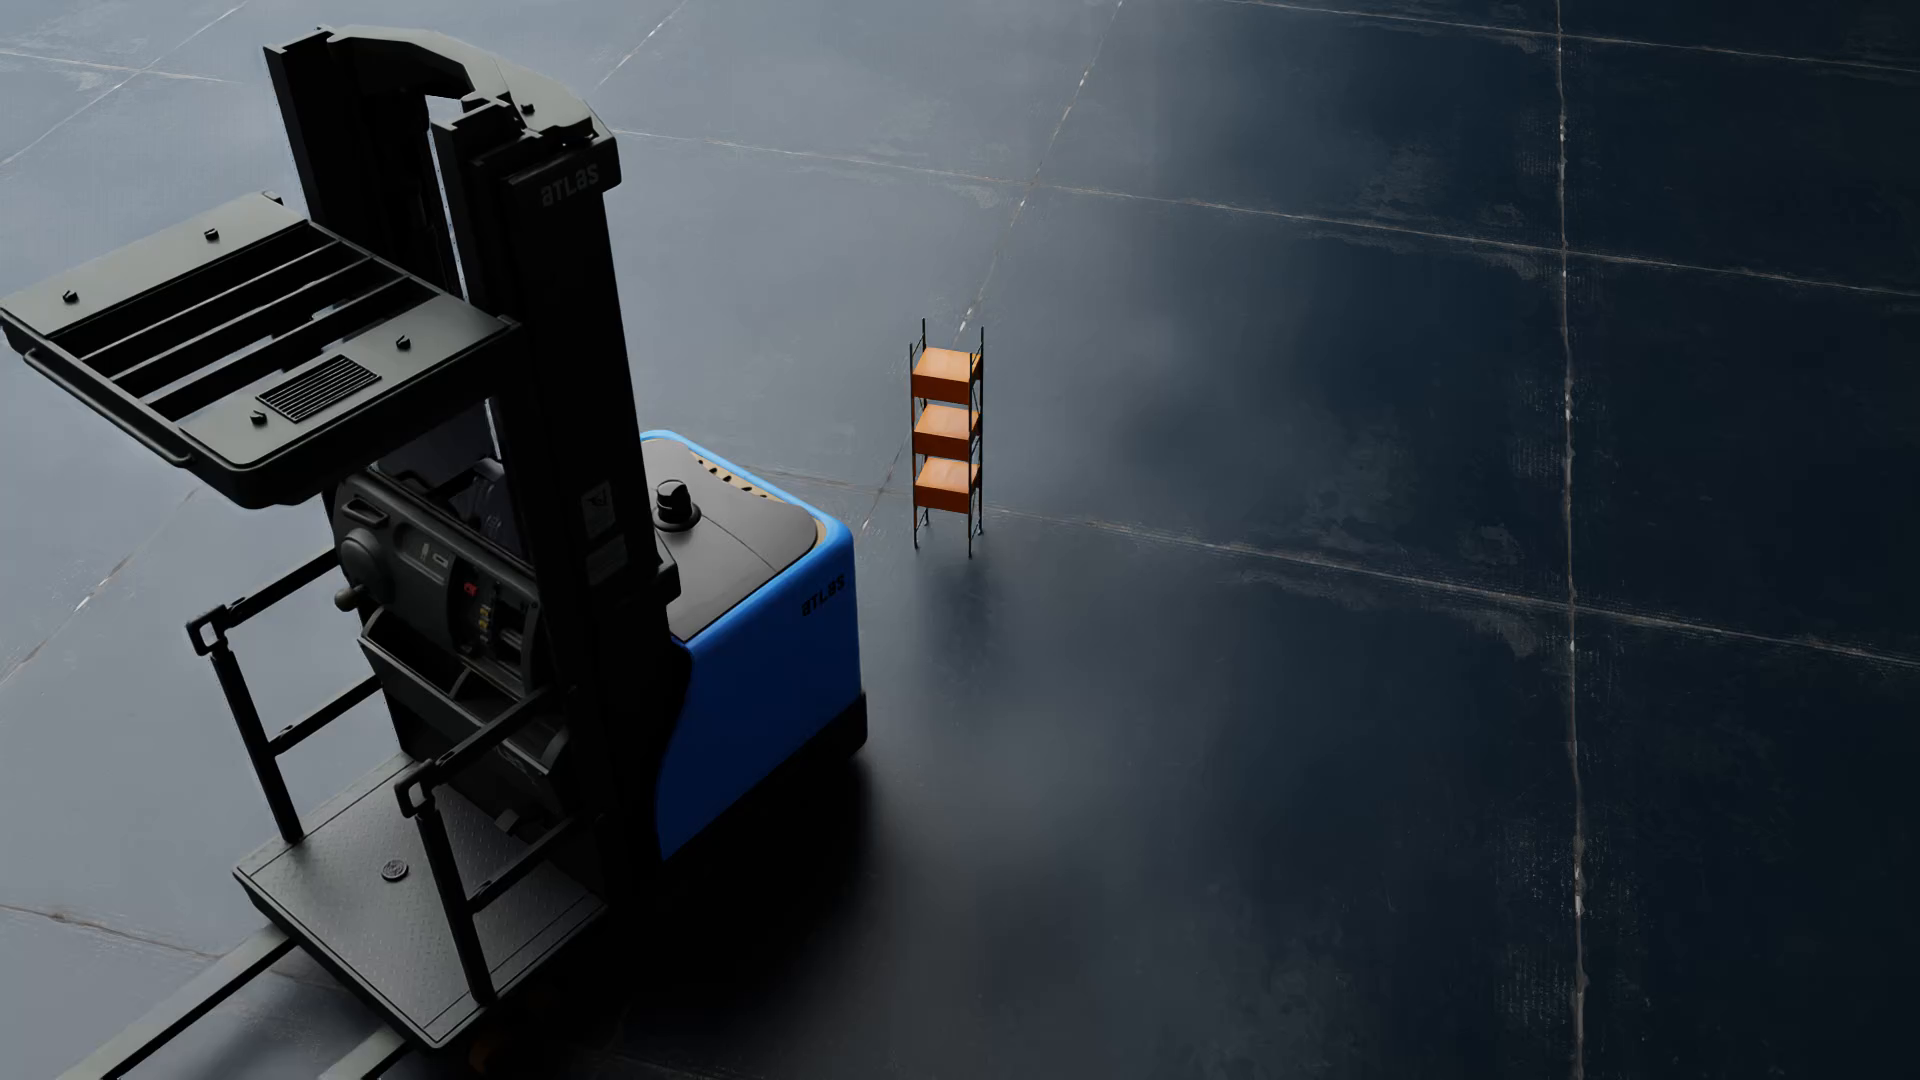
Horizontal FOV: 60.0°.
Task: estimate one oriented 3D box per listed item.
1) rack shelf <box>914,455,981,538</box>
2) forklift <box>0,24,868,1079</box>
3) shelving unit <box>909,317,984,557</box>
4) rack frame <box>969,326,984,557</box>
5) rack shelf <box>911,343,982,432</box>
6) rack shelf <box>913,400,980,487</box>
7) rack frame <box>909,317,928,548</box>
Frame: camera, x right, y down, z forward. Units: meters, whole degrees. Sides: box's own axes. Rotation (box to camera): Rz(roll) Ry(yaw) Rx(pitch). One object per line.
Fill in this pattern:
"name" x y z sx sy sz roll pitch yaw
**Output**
"rack shelf" -0.052 -0.190 7.109 0.240 0.259 0.215 10 41 11
"forklift" -1.664 0.202 4.731 1.130 2.935 3.031 27 47 29
"shelving unit" -0.052 -0.411 6.923 0.252 1.050 0.215 10 41 11
"rack frame" 0.066 -0.391 6.899 0.008 1.050 0.200 10 41 11
"rack shelf" -0.052 -0.620 6.747 0.240 0.259 0.215 10 41 11
"rack shelf" -0.052 -0.403 6.930 0.240 0.259 0.215 10 41 11
"rack frame" -0.170 -0.431 6.947 0.008 1.050 0.200 10 41 11
